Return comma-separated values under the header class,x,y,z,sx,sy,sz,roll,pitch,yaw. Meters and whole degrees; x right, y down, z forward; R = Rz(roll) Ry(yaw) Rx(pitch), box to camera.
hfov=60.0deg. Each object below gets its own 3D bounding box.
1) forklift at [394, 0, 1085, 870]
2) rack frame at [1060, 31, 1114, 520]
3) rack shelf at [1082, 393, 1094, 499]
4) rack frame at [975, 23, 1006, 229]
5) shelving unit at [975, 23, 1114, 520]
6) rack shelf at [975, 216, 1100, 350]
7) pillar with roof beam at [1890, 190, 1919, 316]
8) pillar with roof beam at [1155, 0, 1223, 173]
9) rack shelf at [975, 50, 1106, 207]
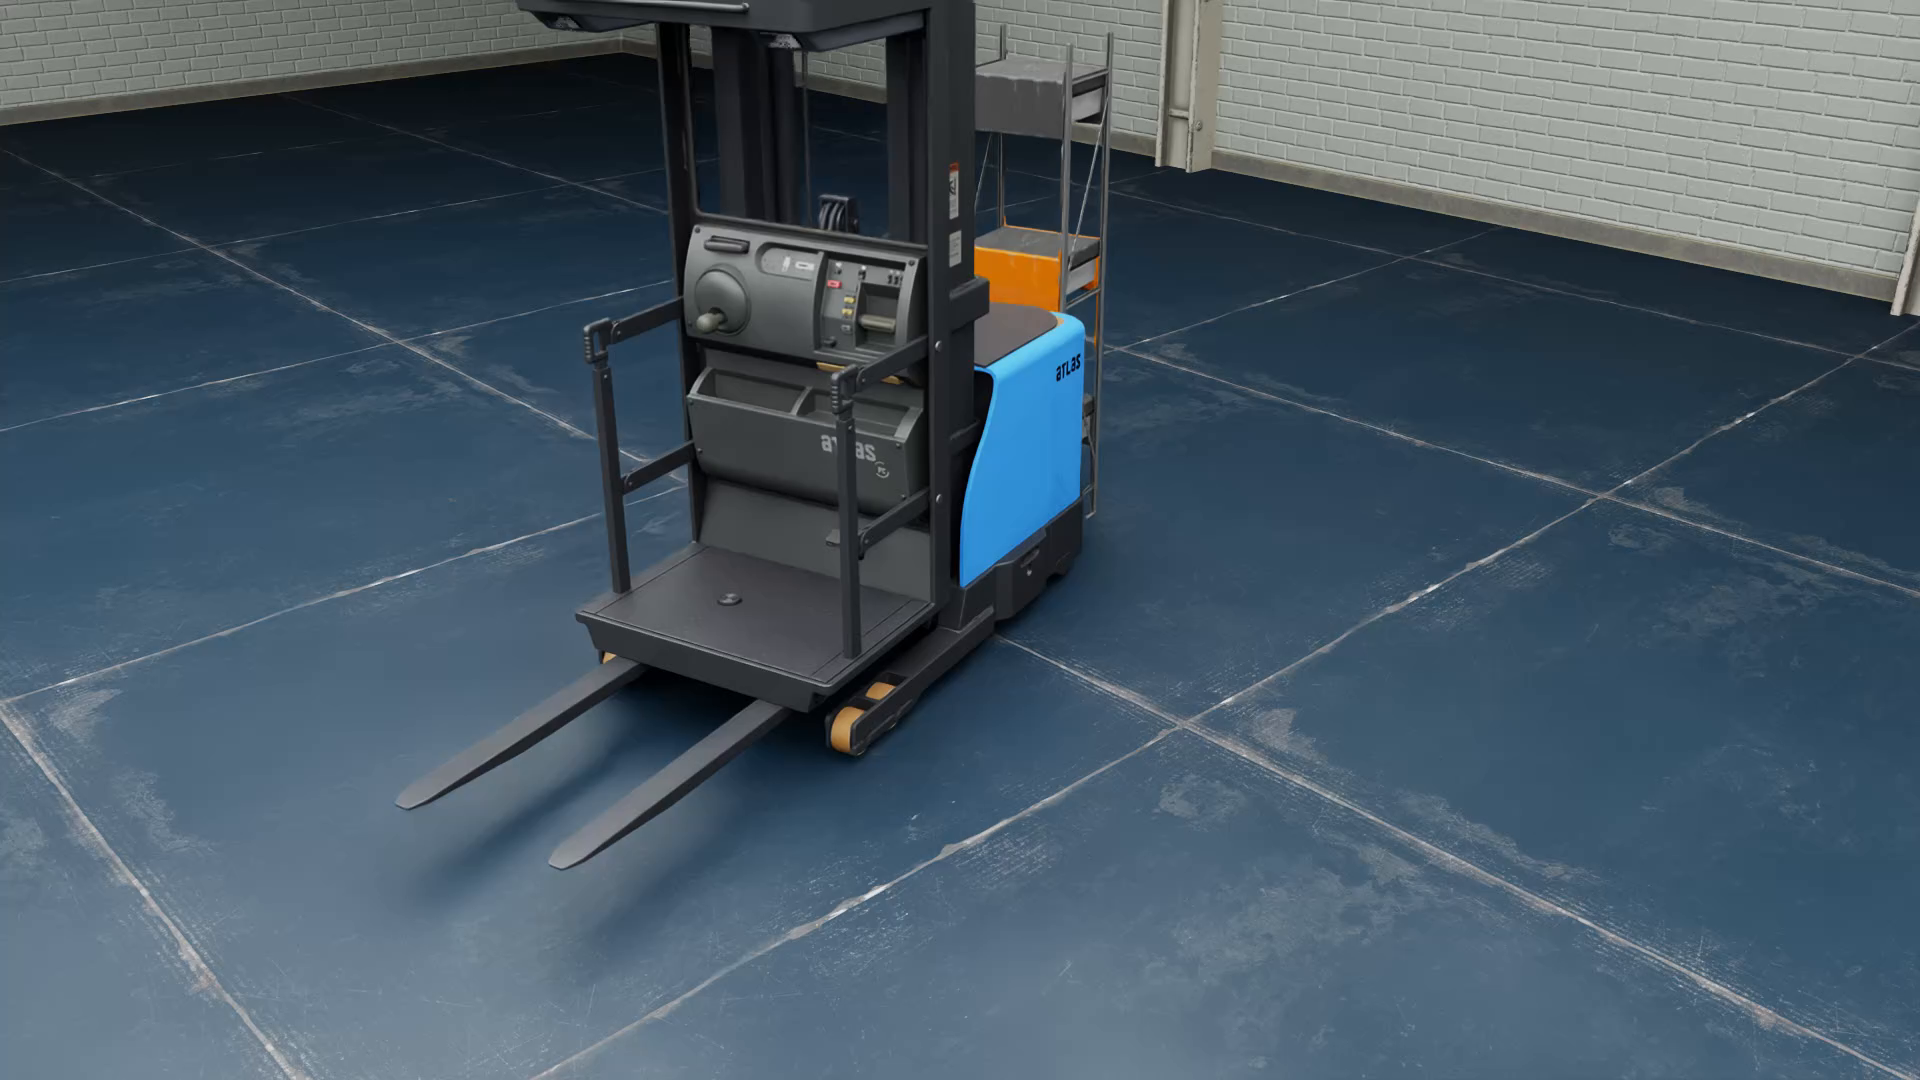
class,x,y,z,sx,sy,sz,roll,pitch,yaw
forklift,-0.656,-0.817,5.510,1.130,2.935,3.031,13,28,27
rack frame,0.510,-1.004,6.922,0.015,2.100,0.400,13,28,27
rack shelf,0.298,-0.405,7.328,0.480,0.518,0.431,13,28,27
rack frame,0.086,-1.105,7.142,0.015,2.100,0.400,13,28,27
shelving unit,0.298,-1.055,7.032,0.503,2.100,0.431,13,28,27
rack shelf,0.298,-1.042,7.038,0.480,0.518,0.431,13,28,27
pillar with roof beam,2.881,-4.262,5.750,9.100,9.000,0.400,-21,32,-38
pillar with roof beam,-1.220,-6.080,9.734,9.100,9.000,0.400,-21,32,-38
rack shelf,0.298,-1.679,6.747,0.480,0.518,0.431,13,28,27
